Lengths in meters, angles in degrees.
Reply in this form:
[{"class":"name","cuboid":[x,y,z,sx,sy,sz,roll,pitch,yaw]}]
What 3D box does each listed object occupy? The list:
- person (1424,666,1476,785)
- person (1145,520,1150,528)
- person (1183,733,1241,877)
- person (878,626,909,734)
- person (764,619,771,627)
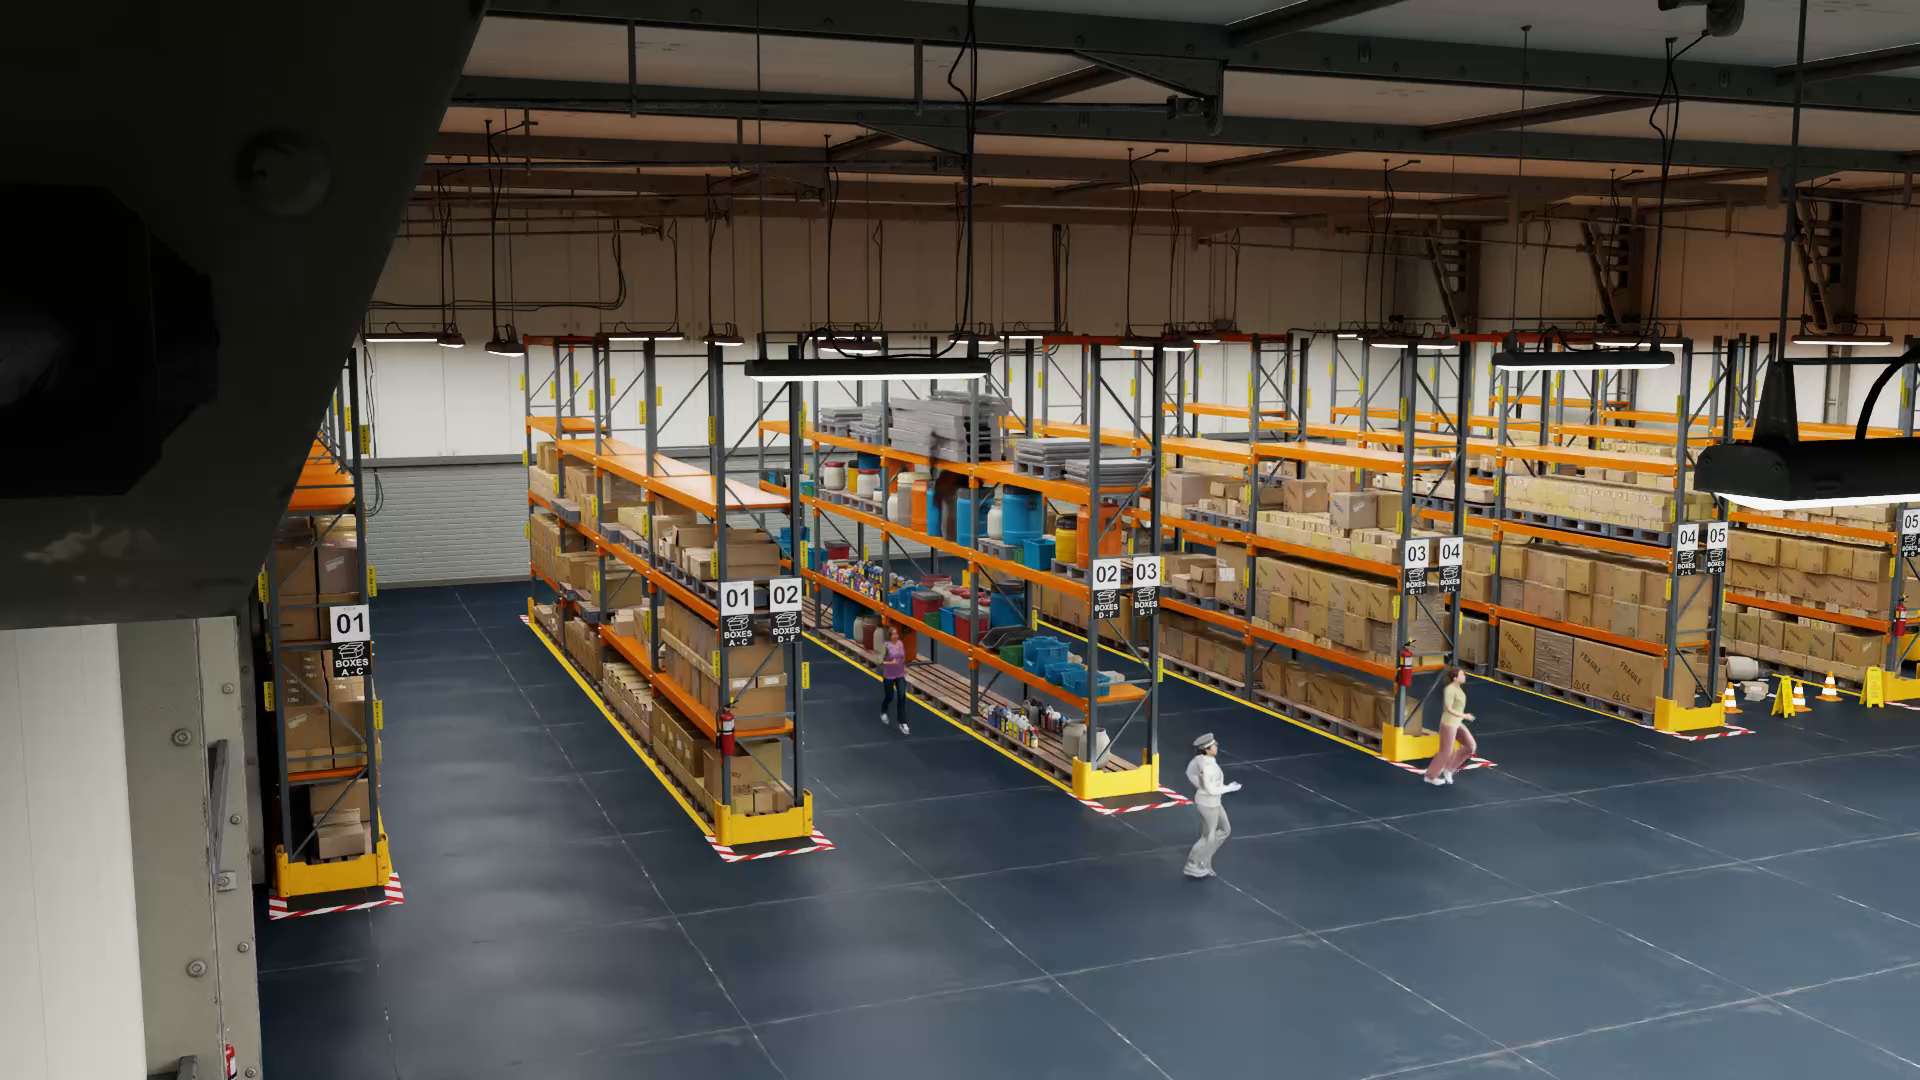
[{"class":"person","cuboid":[6.699,2.510,22.592,0.647,1.629,0.608,5,9,32]},{"class":"person","cuboid":[4.784,0.038,41.264,0.800,1.672,0.659,-5,9,-35]},{"class":"person","cuboid":[2.852,3.009,18.821,0.628,1.703,0.595,1,8,4]},{"class":"person","cuboid":[-1.025,2.120,25.586,0.531,1.607,0.838,-4,8,-25]},{"class":"person","cuboid":[-3.274,1.658,29.089,0.617,1.637,0.837,-4,9,-27]}]
